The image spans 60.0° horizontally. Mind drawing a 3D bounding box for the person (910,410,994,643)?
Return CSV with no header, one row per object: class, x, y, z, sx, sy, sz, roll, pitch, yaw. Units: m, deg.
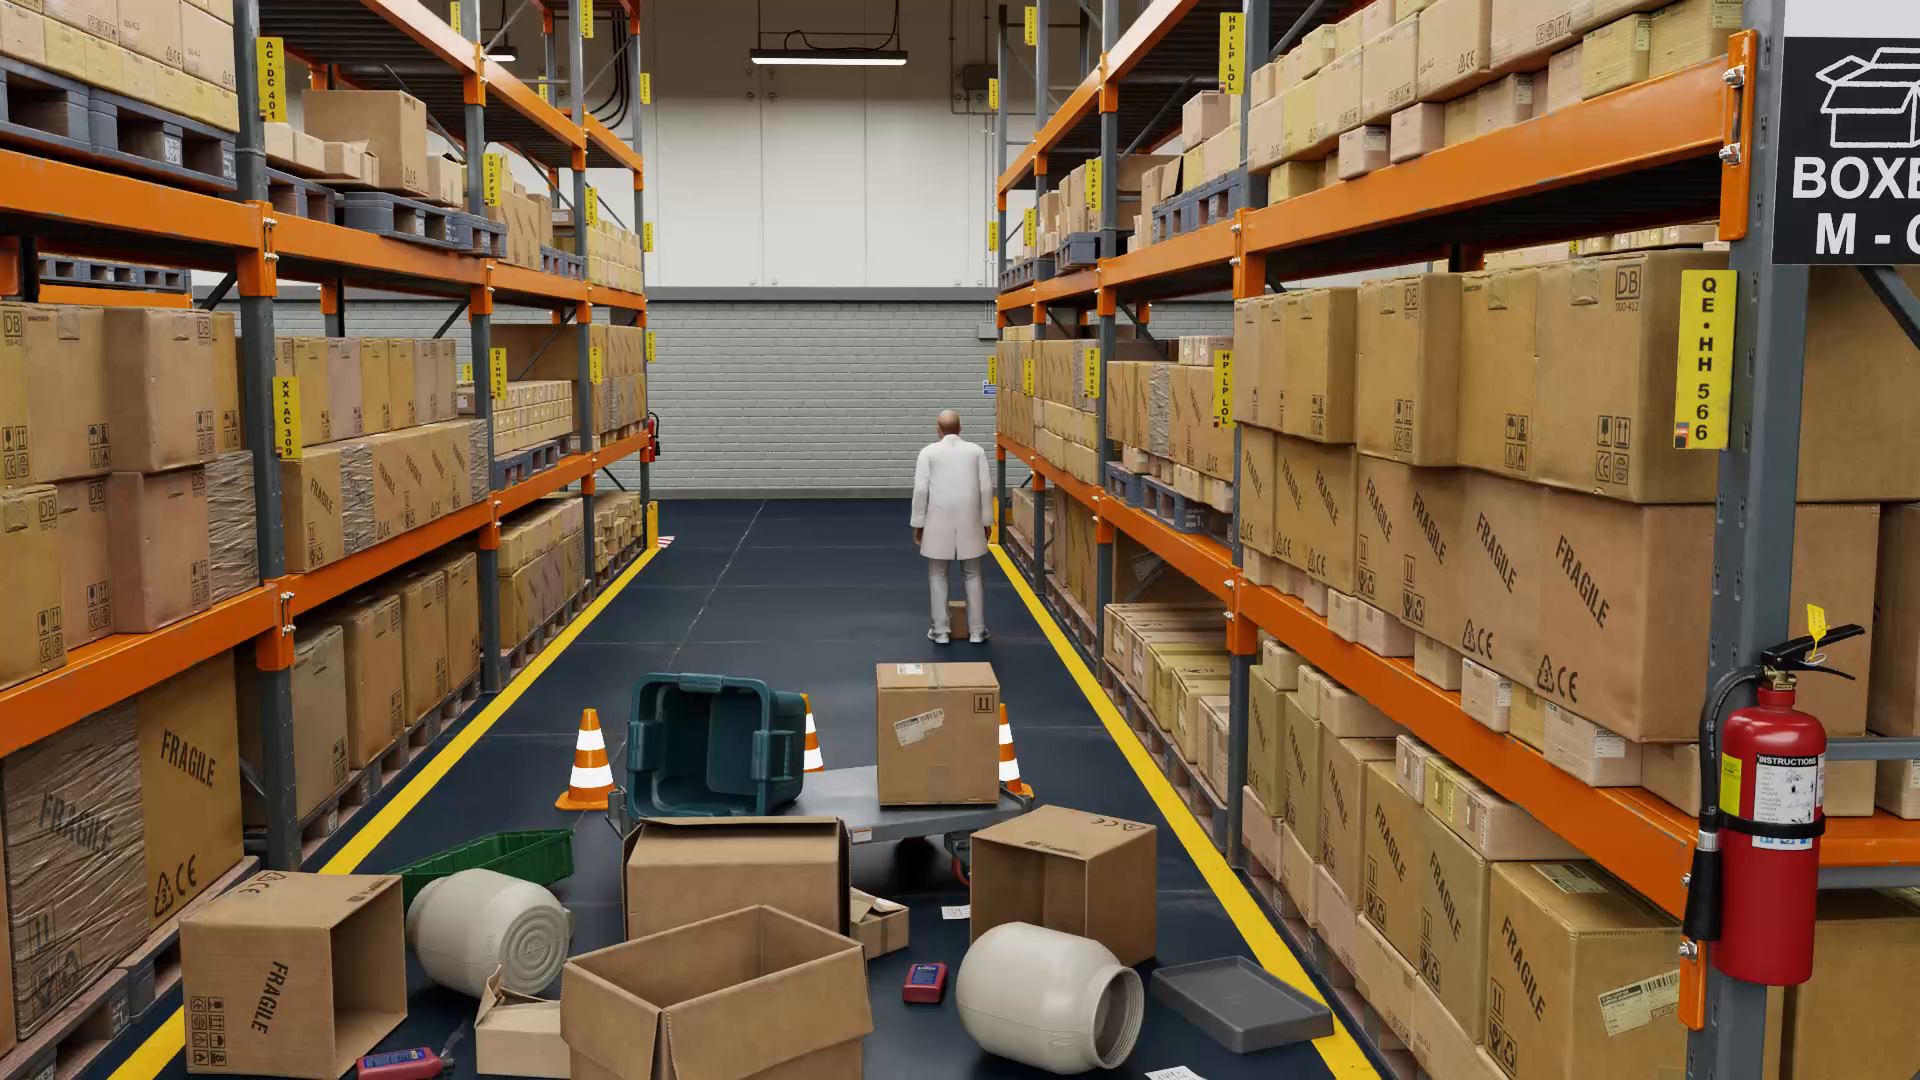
person,-0.058,-0.104,12.692,0.649,1.772,0.429,-1,7,-7
